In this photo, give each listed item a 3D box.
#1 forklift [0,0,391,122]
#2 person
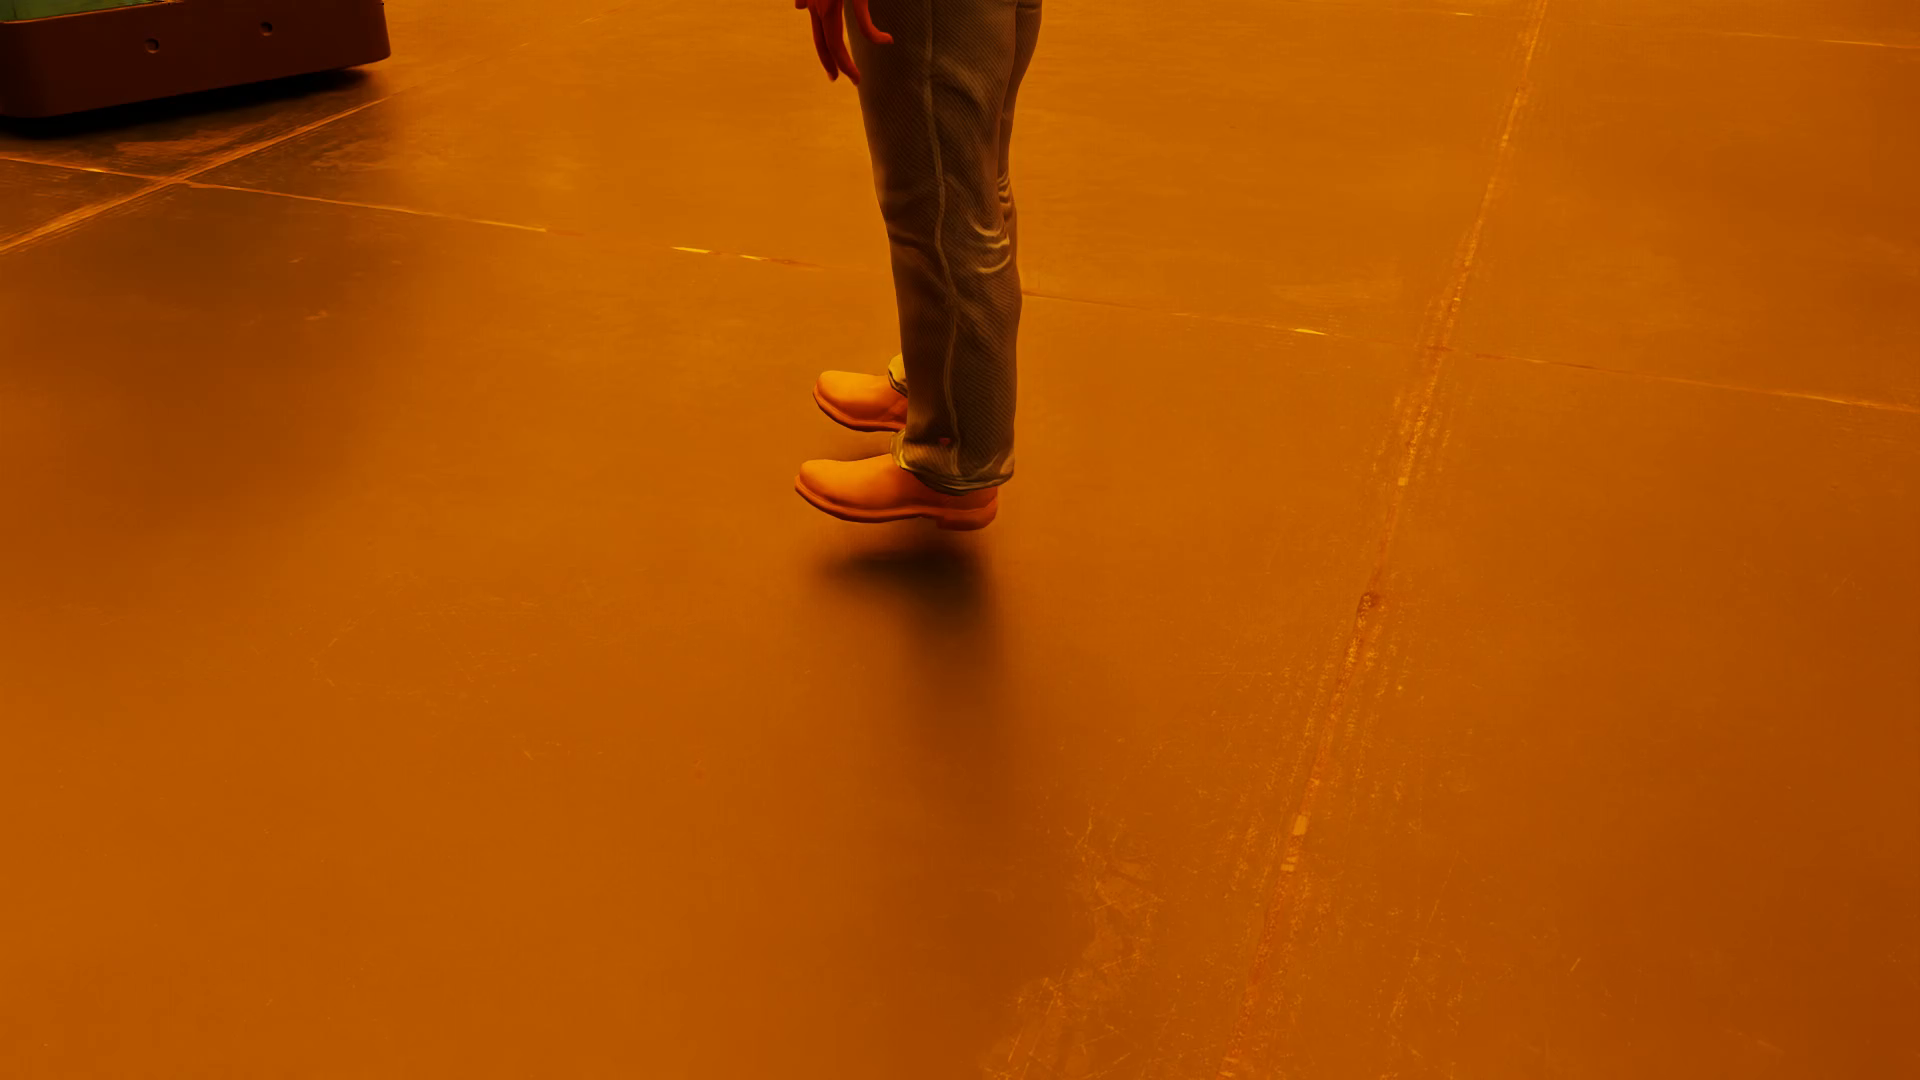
[{"bbox_3d":[-3.005,-3.003,4.828,1.130,2.935,3.031,-23,37,-35],"label":"forklift"},{"bbox_3d":[-0.062,-0.825,2.067,0.577,1.765,0.665,10,31,18],"label":"person"}]
